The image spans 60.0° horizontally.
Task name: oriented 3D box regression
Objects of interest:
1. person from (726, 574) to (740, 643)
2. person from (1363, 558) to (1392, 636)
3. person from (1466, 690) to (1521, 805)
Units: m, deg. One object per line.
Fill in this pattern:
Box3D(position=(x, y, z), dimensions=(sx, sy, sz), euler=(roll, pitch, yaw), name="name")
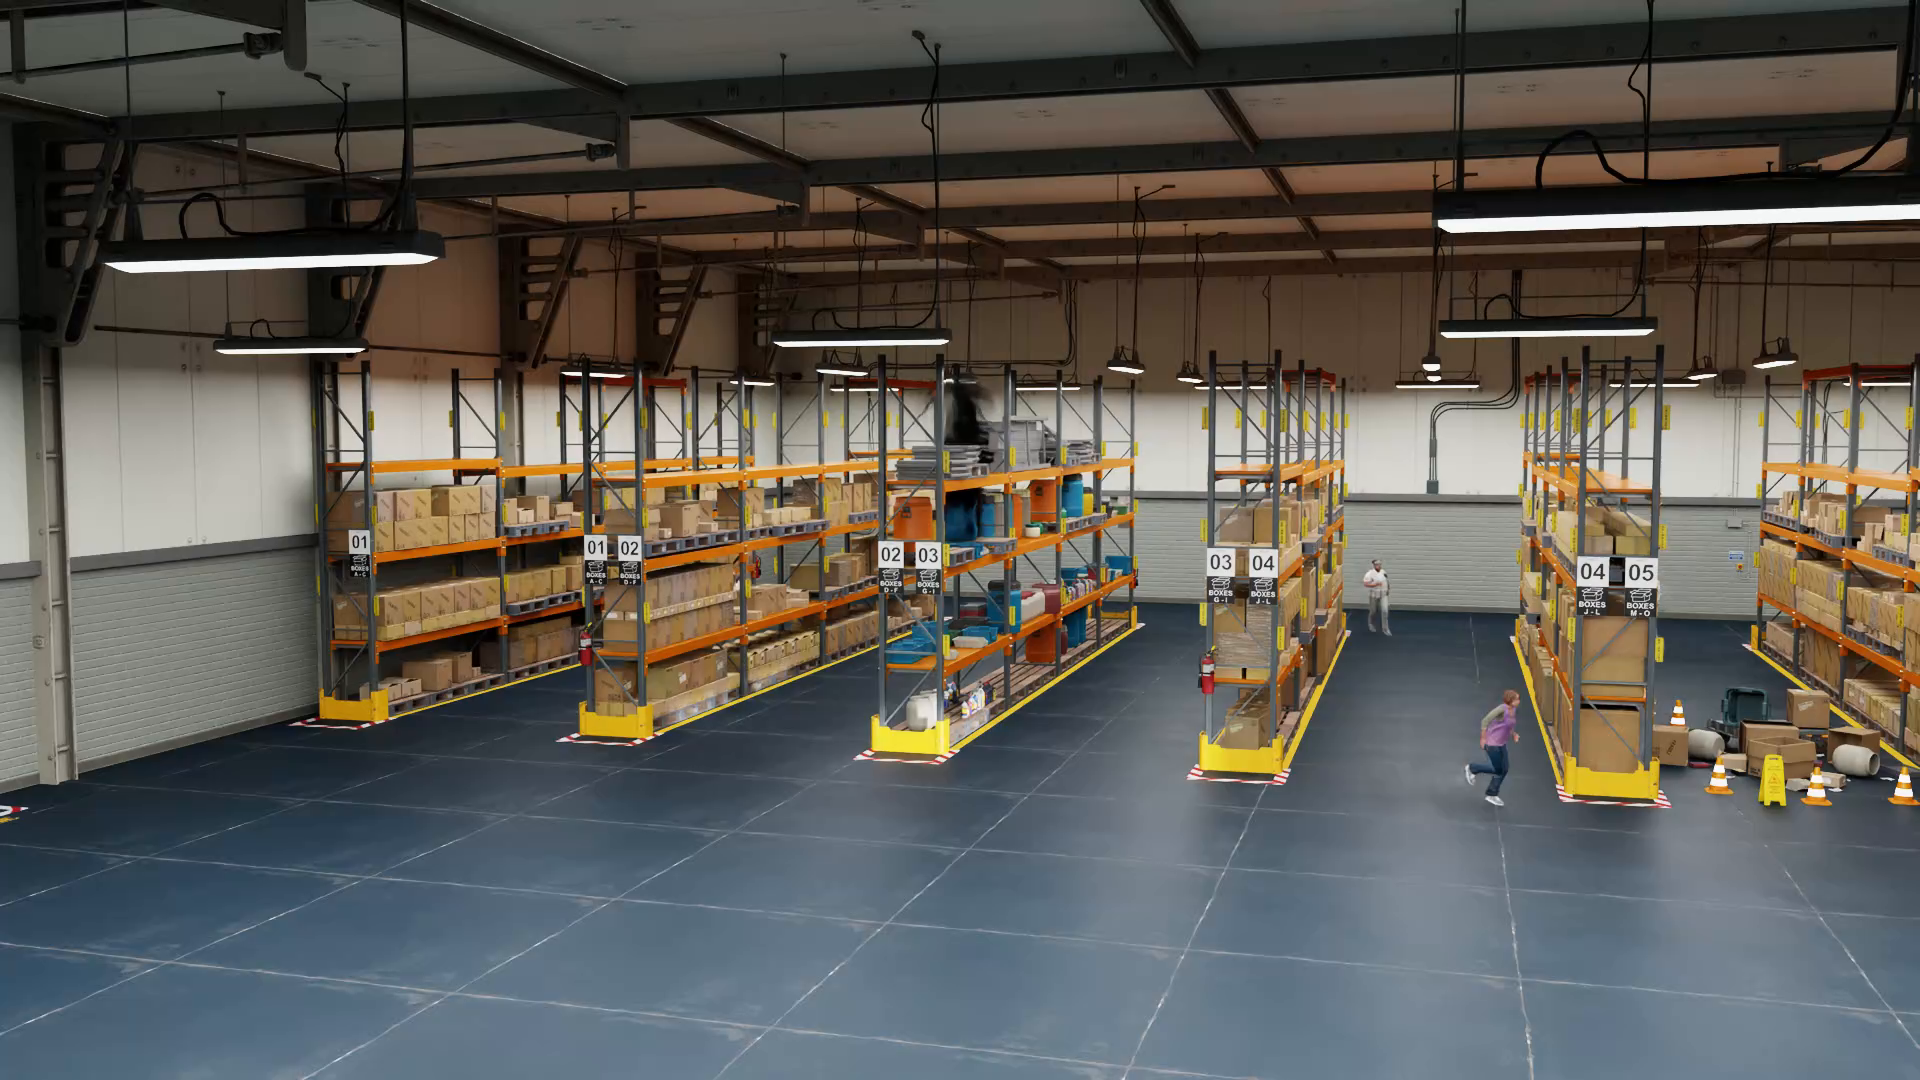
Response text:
Box3D(position=(-4.980, 1.556, 35.908), dimensions=(0.682, 1.775, 0.880), euler=(0, 4, 1), name="person")
Box3D(position=(9.749, 1.307, 38.929), dimensions=(0.657, 1.775, 0.961), euler=(0, 4, -6), name="person")
Box3D(position=(7.005, 2.700, 21.858), dimensions=(0.717, 1.537, 0.532), euler=(4, 5, 41), name="person")
